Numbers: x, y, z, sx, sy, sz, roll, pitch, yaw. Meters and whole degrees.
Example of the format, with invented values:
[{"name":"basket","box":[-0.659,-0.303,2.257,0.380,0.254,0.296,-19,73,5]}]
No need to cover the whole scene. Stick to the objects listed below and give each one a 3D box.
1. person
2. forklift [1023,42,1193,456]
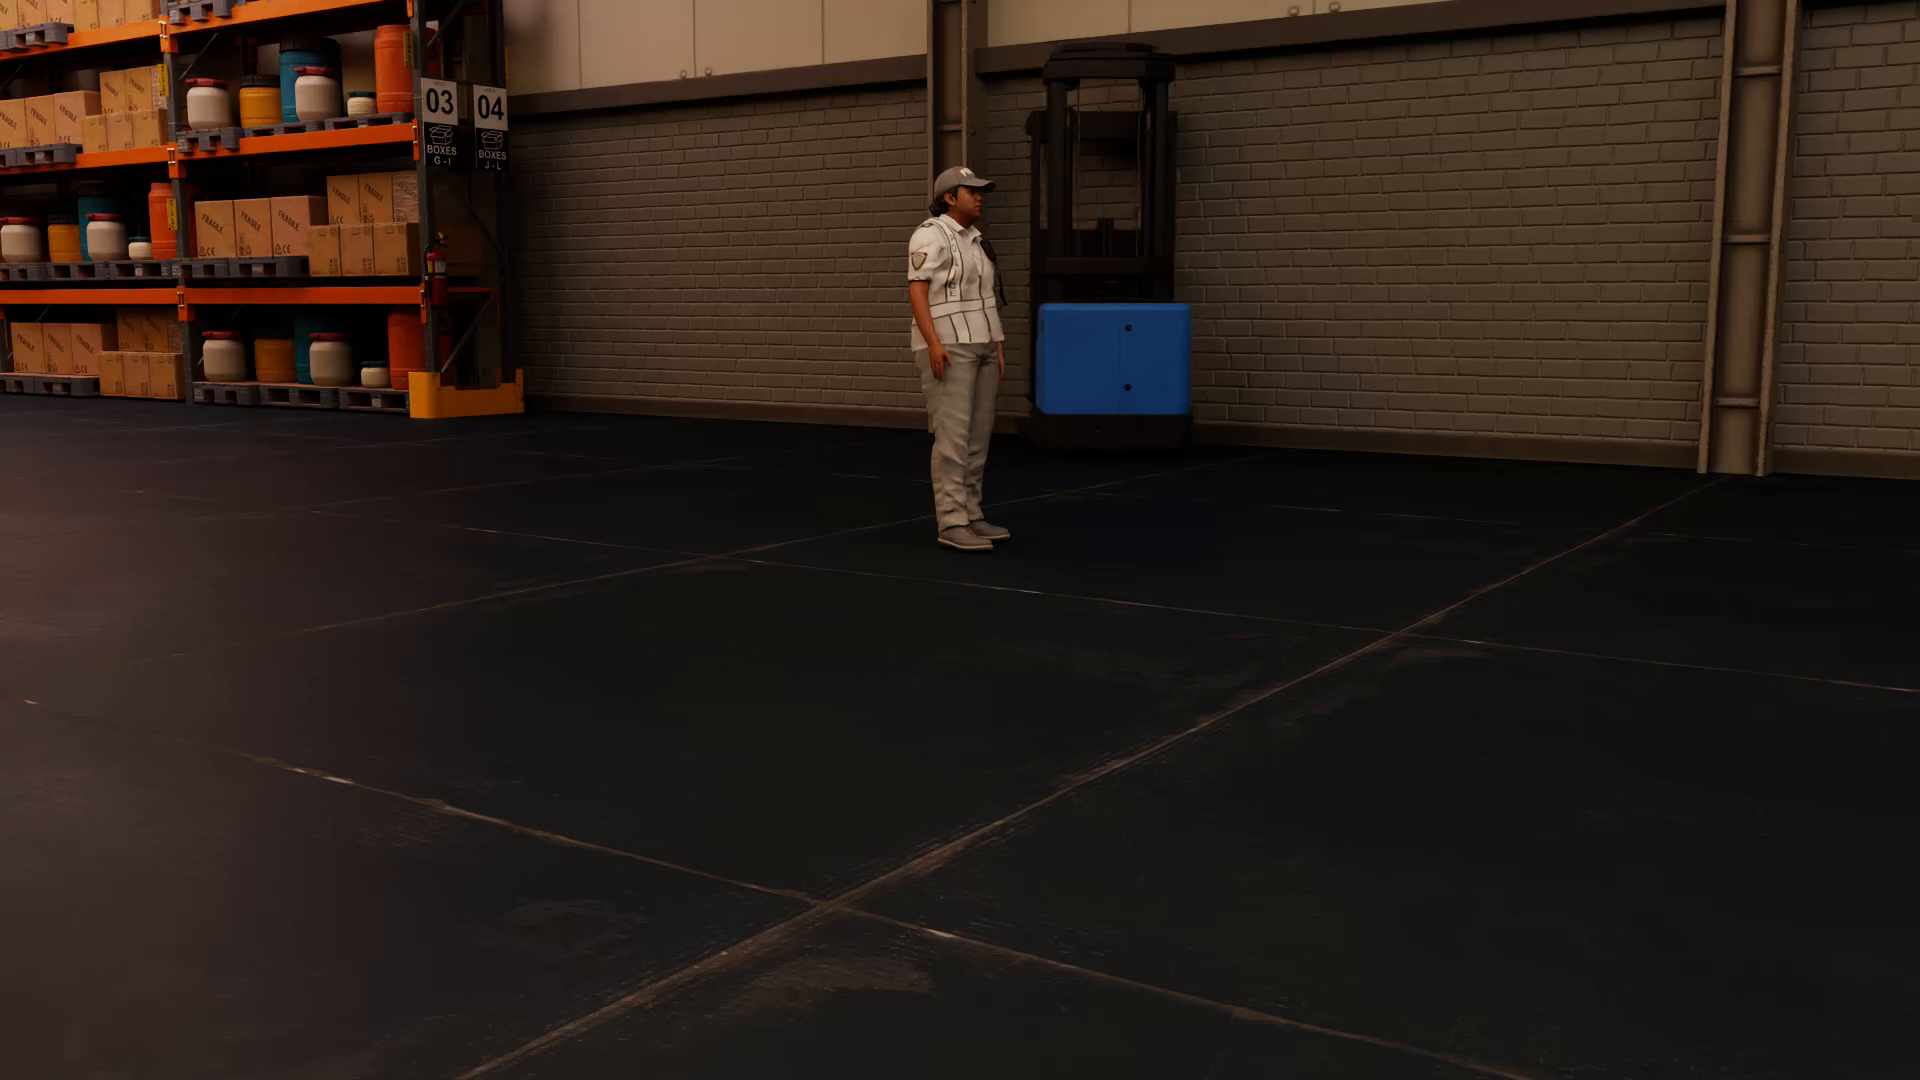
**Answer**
[{"name":"person","box":[0.051,-0.823,7.424,0.529,1.670,0.598,5,10,34]},{"name":"forklift","box":[1.070,-2.223,12.825,1.130,2.935,3.031,0,8,-1]}]
